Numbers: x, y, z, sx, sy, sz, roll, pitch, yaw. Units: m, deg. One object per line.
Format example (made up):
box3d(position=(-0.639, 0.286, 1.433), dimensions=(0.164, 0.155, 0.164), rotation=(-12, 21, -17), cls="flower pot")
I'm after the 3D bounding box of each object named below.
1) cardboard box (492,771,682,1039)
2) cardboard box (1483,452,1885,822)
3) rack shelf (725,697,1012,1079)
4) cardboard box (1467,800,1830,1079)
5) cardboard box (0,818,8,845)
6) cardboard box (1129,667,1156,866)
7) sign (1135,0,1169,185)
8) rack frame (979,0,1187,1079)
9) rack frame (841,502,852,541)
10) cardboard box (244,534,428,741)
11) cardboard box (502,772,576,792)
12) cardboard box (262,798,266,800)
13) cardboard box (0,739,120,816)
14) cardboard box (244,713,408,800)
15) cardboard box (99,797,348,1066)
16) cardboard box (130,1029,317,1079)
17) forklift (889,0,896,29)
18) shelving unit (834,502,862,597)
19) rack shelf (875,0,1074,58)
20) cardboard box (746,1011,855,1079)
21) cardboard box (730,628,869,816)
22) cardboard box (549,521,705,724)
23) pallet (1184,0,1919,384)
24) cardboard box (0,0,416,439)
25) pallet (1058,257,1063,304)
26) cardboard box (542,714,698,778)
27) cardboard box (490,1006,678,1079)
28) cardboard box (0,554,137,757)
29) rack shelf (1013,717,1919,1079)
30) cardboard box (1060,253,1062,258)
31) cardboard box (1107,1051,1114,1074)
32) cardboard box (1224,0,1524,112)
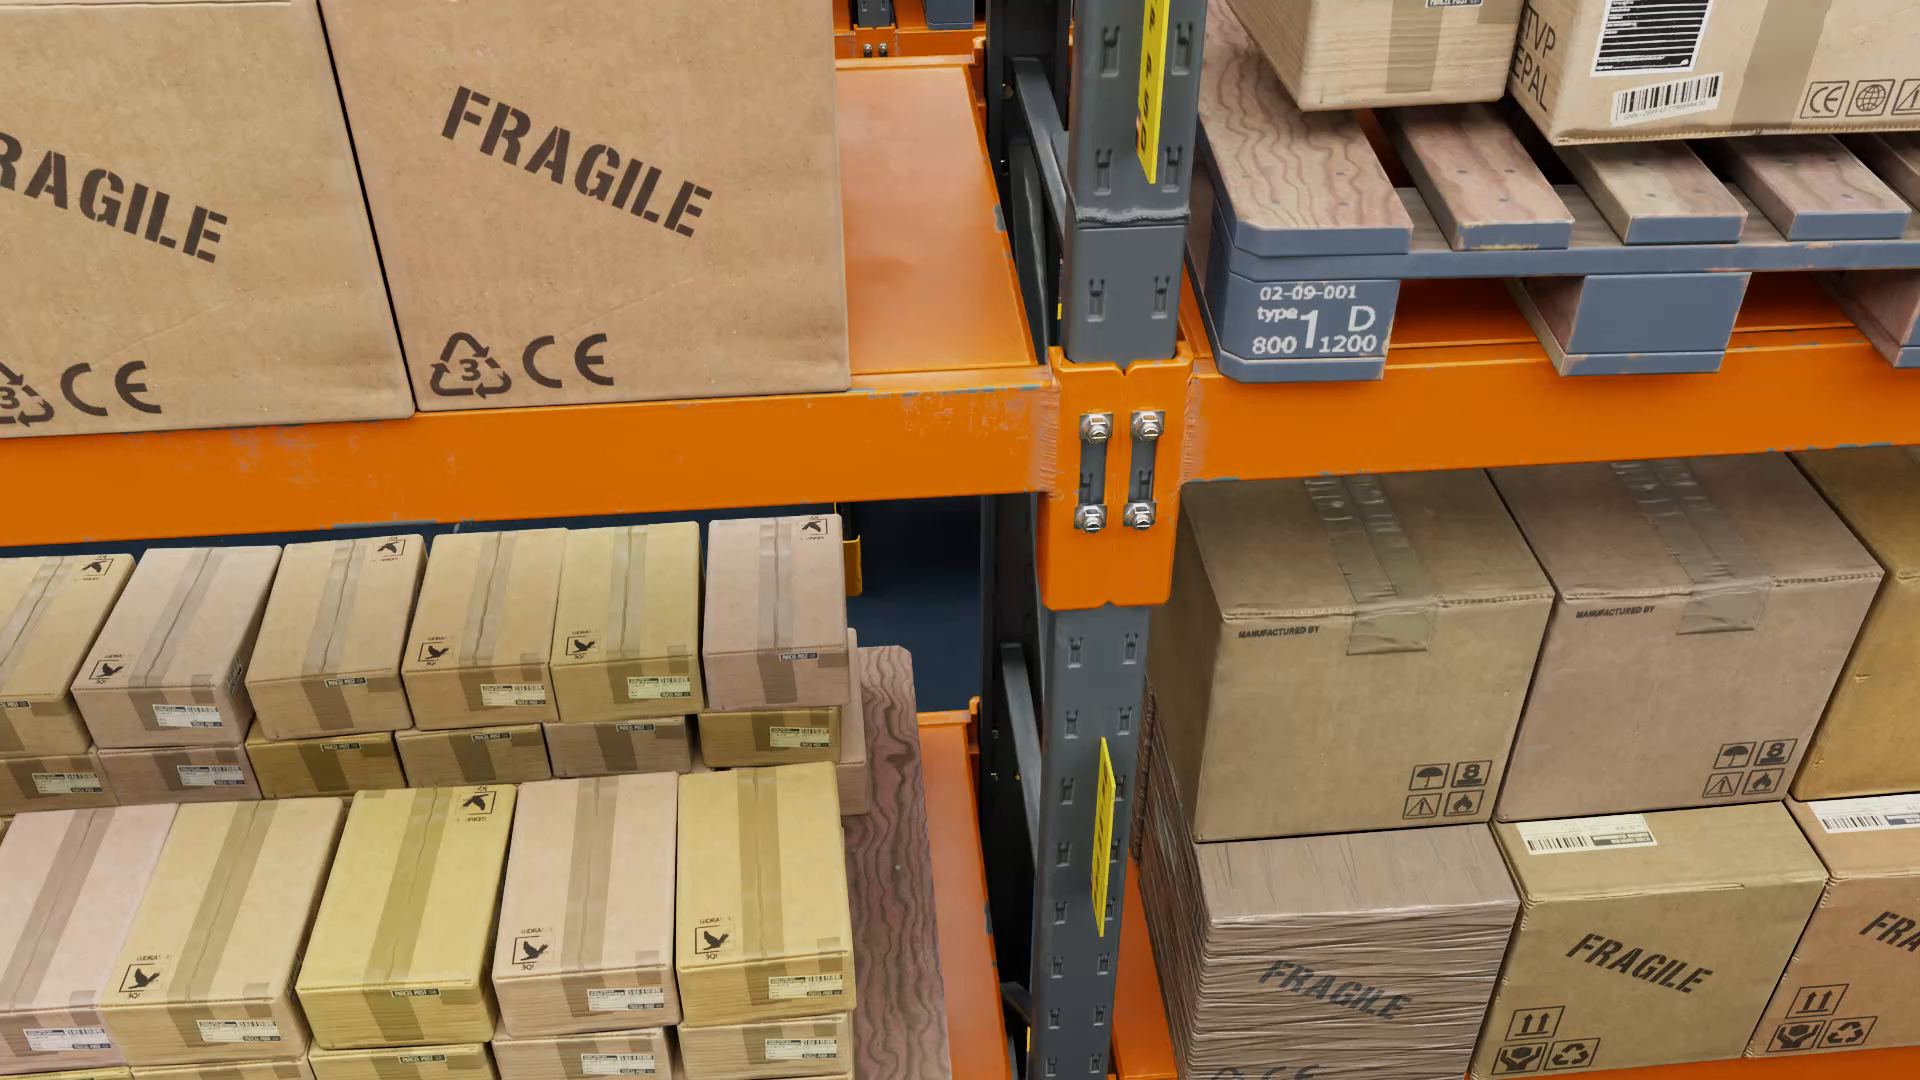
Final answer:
box3d(position=(-0.550, 0.544, 2.522), dimensions=(0.250, 0.149, 0.380), rotation=(-4, 38, -5), cls="cardboard box")
box3d(position=(1.100, 0.043, 2.886), dimensions=(0.500, 0.500, 0.700), rotation=(-4, 38, -5), cls="cardboard box")
box3d(position=(-1.844, 0.914, 3.251), dimensions=(4.000, 0.370, 1.077), rotation=(-3, 38, -4), cls="rack shelf")
box3d(position=(1.125, 0.595, 2.994), dimensions=(0.500, 0.500, 0.500), rotation=(-3, 38, -4), cls="cardboard box")
box3d(position=(-1.588, 0.601, 2.450), dimensions=(0.250, 0.149, 0.380), rotation=(-1, 38, -2), cls="cardboard box")
box3d(position=(0.573, 0.292, 3.377), dimensions=(0.500, 0.500, 0.500), rotation=(-3, 38, -4), cls="cardboard box")
box3d(position=(0.194, -0.524, 1.653), dimensions=(0.005, 0.325, 0.100), rotation=(-3, 38, -4), cls="sign")
box3d(position=(0.148, 0.522, 3.167), dimensions=(0.127, 3.000, 1.000), rotation=(-3, 38, -4), cls="rack frame")
box3d(position=(-0.421, -0.566, 5.756), dimensions=(0.032, 1.500, 0.500), rotation=(-3, 38, -4), cls="rack frame")
box3d(position=(-1.105, 0.169, 2.997), dimensions=(0.250, 0.149, 0.380), rotation=(-5, 39, -6), cls="cardboard box")
box3d(position=(-0.851, 0.385, 3.204), dimensions=(0.250, 0.149, 0.380), rotation=(-1, 38, -2), cls="cardboard box")
box3d(position=(-1.385, 0.417, 3.163), dimensions=(0.250, 0.149, 0.380), rotation=(-2, 38, -2), cls="cardboard box")
box3d(position=(-1.634, 0.313, 3.055), dimensions=(0.250, 0.149, 0.380), rotation=(-3, 38, -4), cls="cardboard box")
box3d(position=(-1.138, 0.288, 3.086), dimensions=(0.250, 0.149, 0.380), rotation=(-3, 38, -4), cls="cardboard box")
box3d(position=(-1.076, 0.576, 2.482), dimensions=(0.250, 0.149, 0.380), rotation=(-2, 38, -3), cls="cardboard box")
box3d(position=(-1.080, 0.692, 2.575), dimensions=(0.250, 0.149, 0.380), rotation=(-3, 38, -4), cls="cardboard box")
box3d(position=(-1.606, -4.022, 8.981), dimensions=(3.031, 2.935, 1.130), rotation=(-4, 38, -5), cls="forklift")
box3d(position=(0.076, -0.593, 5.791), dimensions=(1.083, 1.500, 0.587), rotation=(-3, 38, -4), cls="shelving unit")
box3d(position=(1.601, -2.354, 7.393), dimensions=(4.000, 0.370, 1.077), rotation=(-3, 38, -4), cls="rack shelf")
box3d(position=(-0.303, 0.766, 2.721), dimensions=(0.250, 0.149, 0.380), rotation=(-3, 38, -3), cls="cardboard box")
box3d(position=(-0.315, 0.356, 3.241), dimensions=(0.250, 0.149, 0.380), rotation=(-4, 38, -5), cls="cardboard box")
box3d(position=(-0.597, 0.144, 3.029), dimensions=(0.250, 0.149, 0.380), rotation=(-4, 38, -5), cls="cardboard box")
box3d(position=(0.785, -0.650, 2.383), dimensions=(1.003, 0.211, 1.213), rotation=(-1, 38, -2), cls="pallet")
box3d(position=(-0.895, -0.471, 1.923), dimensions=(0.500, 0.500, 0.500), rotation=(-3, 38, -4), cls="cardboard box")
box3d(position=(0.388, -1.474, 7.948), dimensions=(1.213, 0.211, 1.003), rotation=(-3, 38, -4), cls="pallet")
box3d(position=(-0.621, 0.258, 3.125), dimensions=(0.250, 0.149, 0.380), rotation=(-1, 38, -2), cls="cardboard box")
box3d(position=(-0.569, 0.663, 2.612), dimensions=(0.250, 0.149, 0.380), rotation=(-2, 38, -2), cls="cardboard box")
box3d(position=(-1.638, 0.201, 2.957), dimensions=(0.250, 0.149, 0.380), rotation=(-2, 38, -3), cls="cardboard box")
box3d(position=(2.140, 0.695, 3.529), dimensions=(4.000, 0.370, 1.077), rotation=(-3, 38, -4), cls="rack shelf")
box3d(position=(0.173, -1.685, 7.746), dimensions=(0.625, 0.372, 0.950), rotation=(-6, 39, -7), cls="cardboard box")
box3d(position=(0.763, 1.262, 3.706), dimensions=(0.750, 0.750, 1.050), rotation=(-4, 38, -5), cls="cardboard box")
box3d(position=(0.495, -0.681, 2.053), dimensions=(0.250, 0.149, 0.380), rotation=(-5, 39, -6), cls="cardboard box")
